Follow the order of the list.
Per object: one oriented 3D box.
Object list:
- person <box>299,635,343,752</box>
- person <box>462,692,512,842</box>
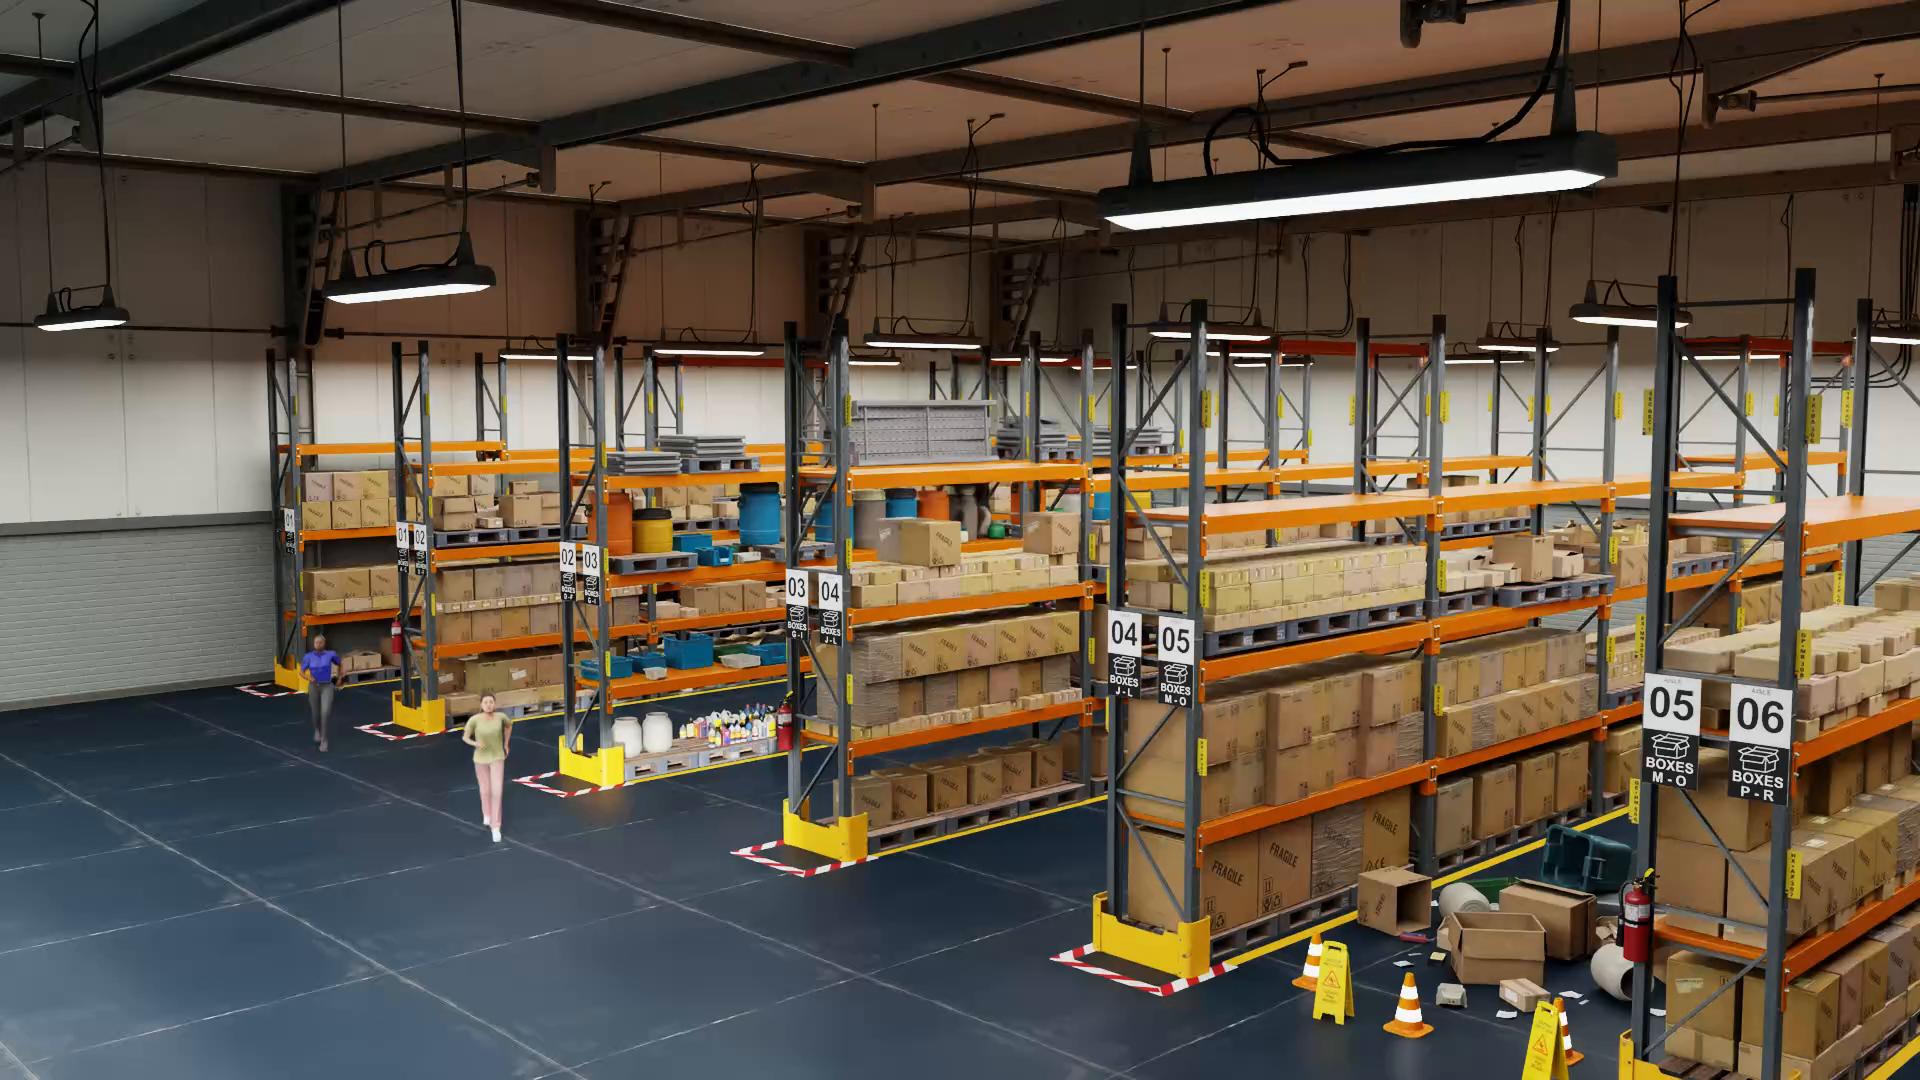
[{"bbox_3d":[-9.404,2.230,24.503,0.596,1.672,0.826,-1,5,-16],"label":"person"},{"bbox_3d":[-5.577,2.632,19.638,0.566,1.700,0.863,-1,5,-15],"label":"person"}]
